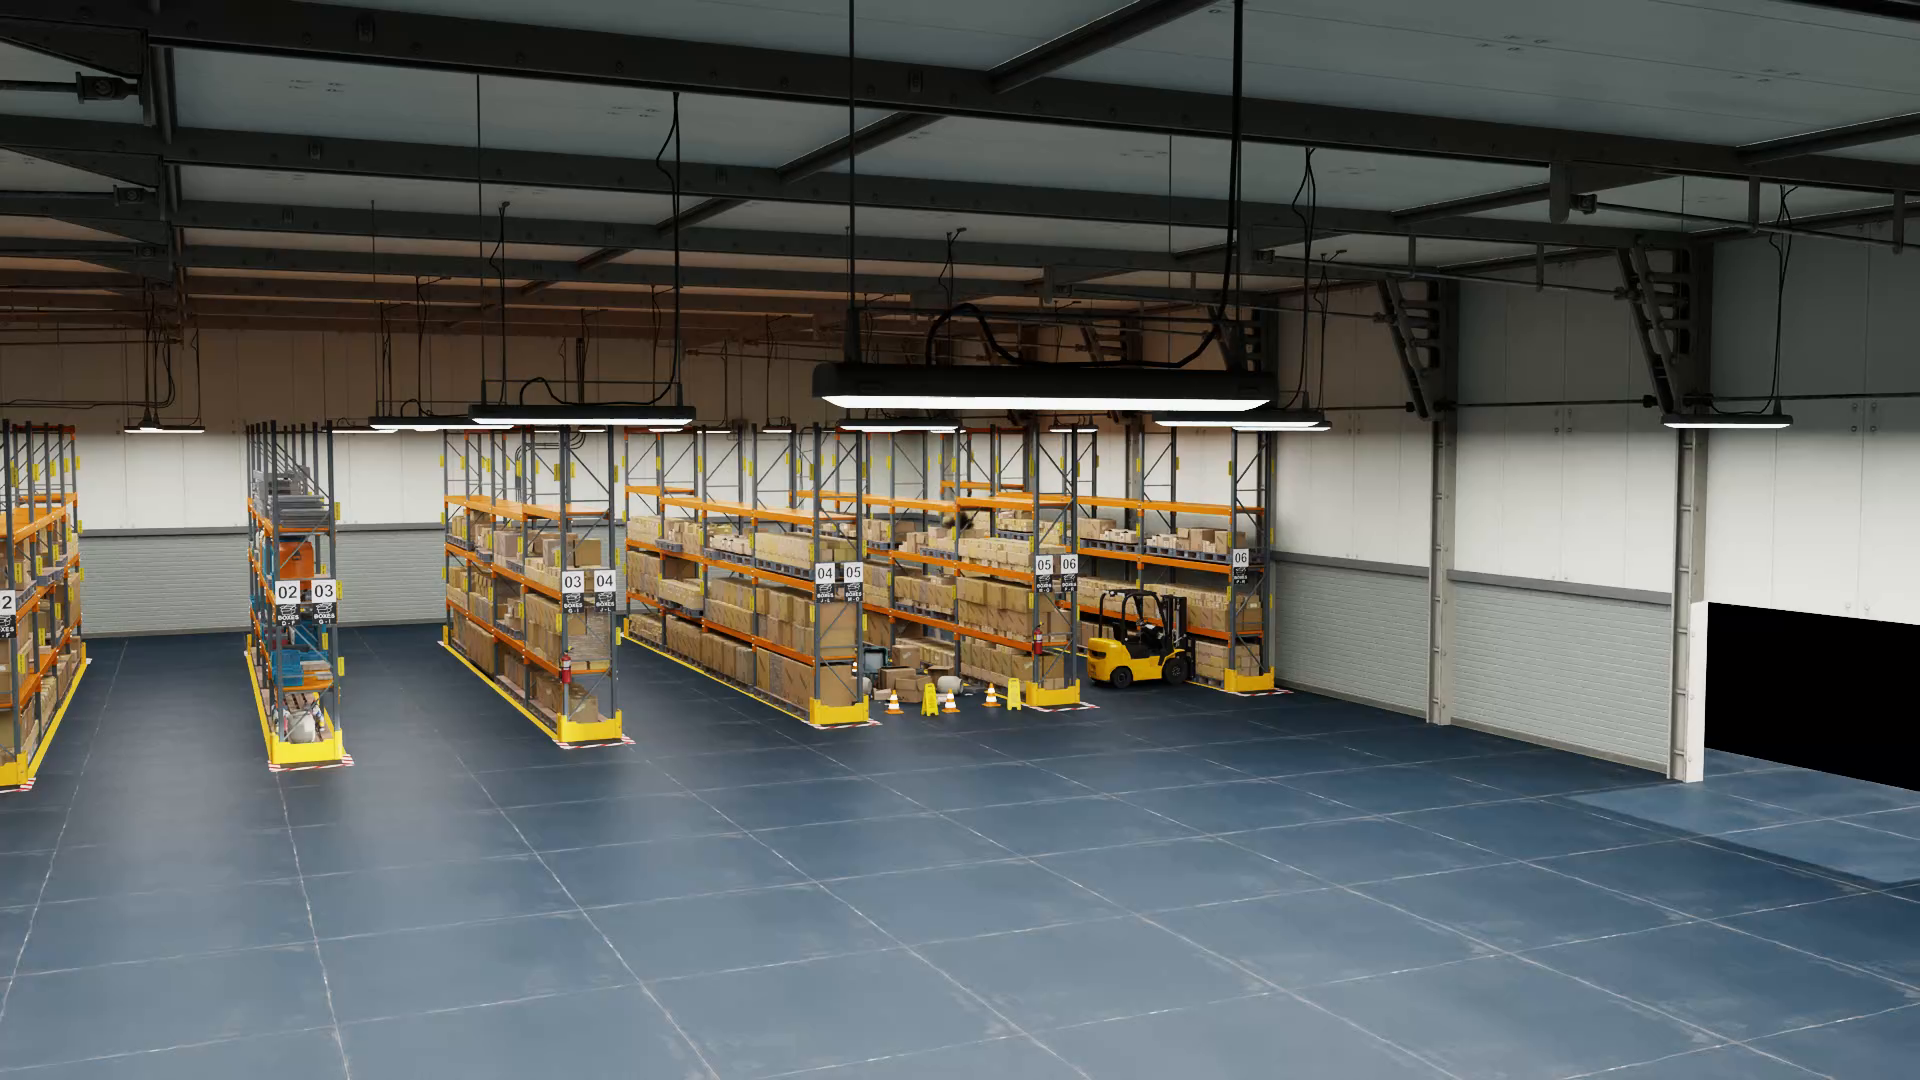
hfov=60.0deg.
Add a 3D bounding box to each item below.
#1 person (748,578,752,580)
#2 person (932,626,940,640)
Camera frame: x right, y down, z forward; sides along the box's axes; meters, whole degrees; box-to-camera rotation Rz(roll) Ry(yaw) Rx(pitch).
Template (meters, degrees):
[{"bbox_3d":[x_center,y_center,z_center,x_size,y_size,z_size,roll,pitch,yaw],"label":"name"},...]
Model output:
[{"bbox_3d":[-5.949,1.948,46.414,0.692,1.772,0.686,-2,4,-35],"label":"person"},{"bbox_3d":[-0.802,2.015,45.484,0.664,1.792,0.848,-2,4,-26],"label":"person"}]
